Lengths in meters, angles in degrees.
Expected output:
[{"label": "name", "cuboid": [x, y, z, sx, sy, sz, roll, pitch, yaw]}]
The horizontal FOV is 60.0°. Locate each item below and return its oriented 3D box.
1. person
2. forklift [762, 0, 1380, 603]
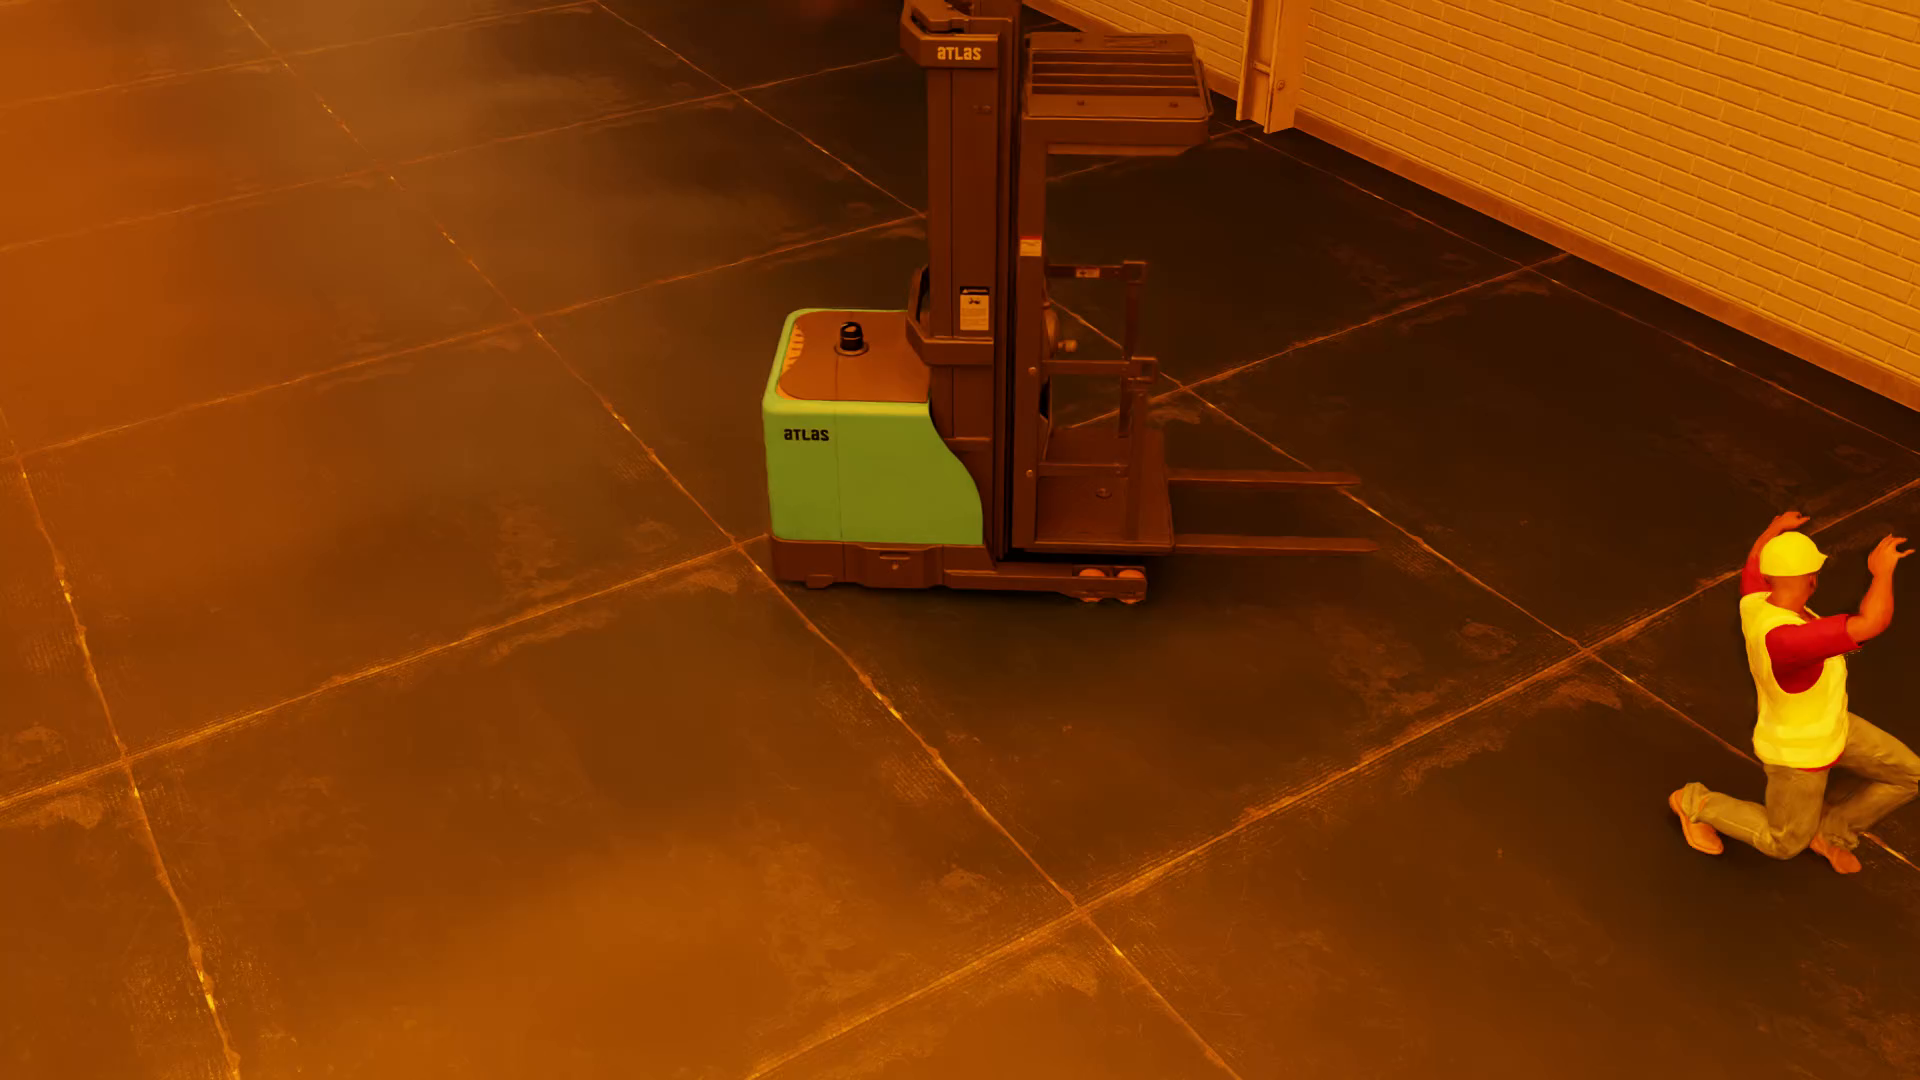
[{"label": "person", "cuboid": [3.467, 0.552, 6.602, 0.884, 1.576, 1.128, 21, 40, 27]}, {"label": "forklift", "cuboid": [0.586, -1.200, 7.856, 3.031, 2.935, 1.130, 1, 35, 2]}]
